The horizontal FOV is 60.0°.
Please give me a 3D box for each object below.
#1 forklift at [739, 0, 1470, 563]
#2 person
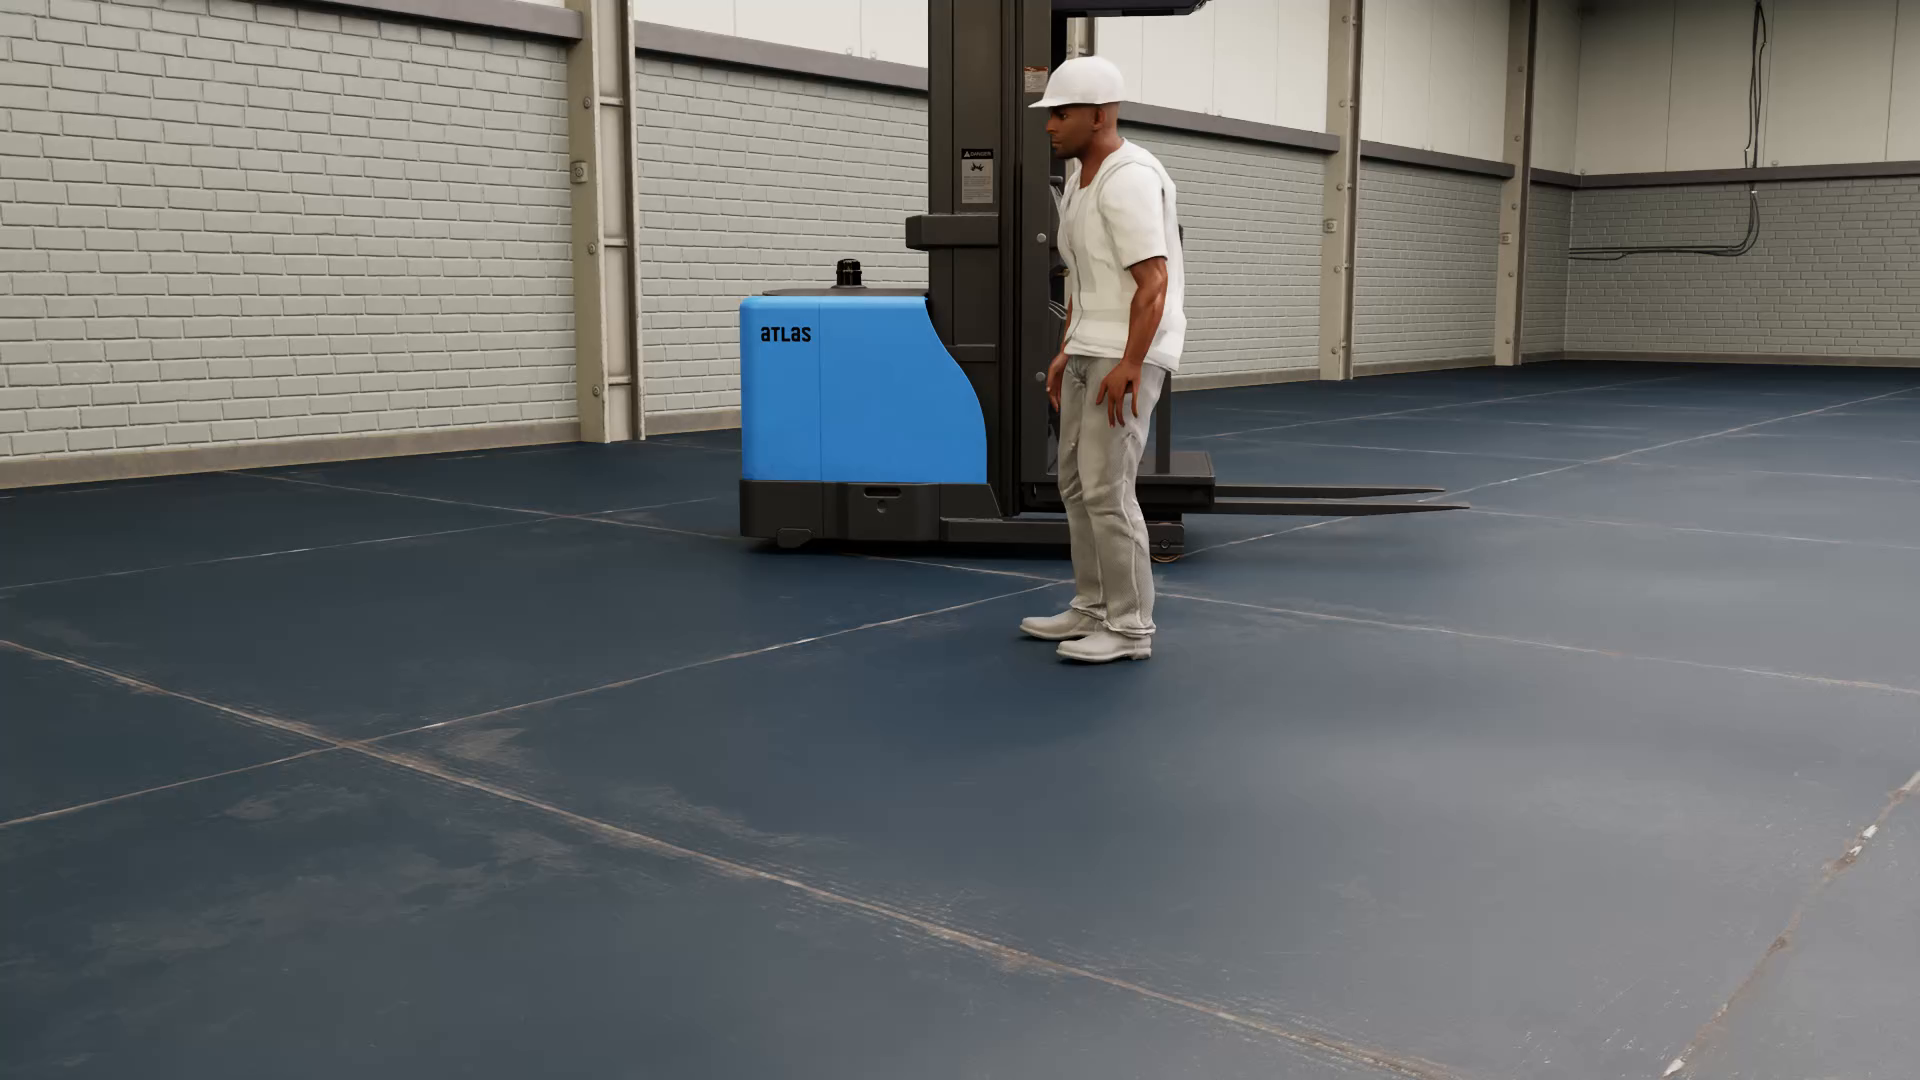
[{"bbox_3d":[0.620,-1.439,7.118,3.031,2.935,1.130,1,8,7],"label":"forklift"},{"bbox_3d":[0.419,-0.530,4.957,0.460,1.761,0.637,-2,9,-13],"label":"person"}]
